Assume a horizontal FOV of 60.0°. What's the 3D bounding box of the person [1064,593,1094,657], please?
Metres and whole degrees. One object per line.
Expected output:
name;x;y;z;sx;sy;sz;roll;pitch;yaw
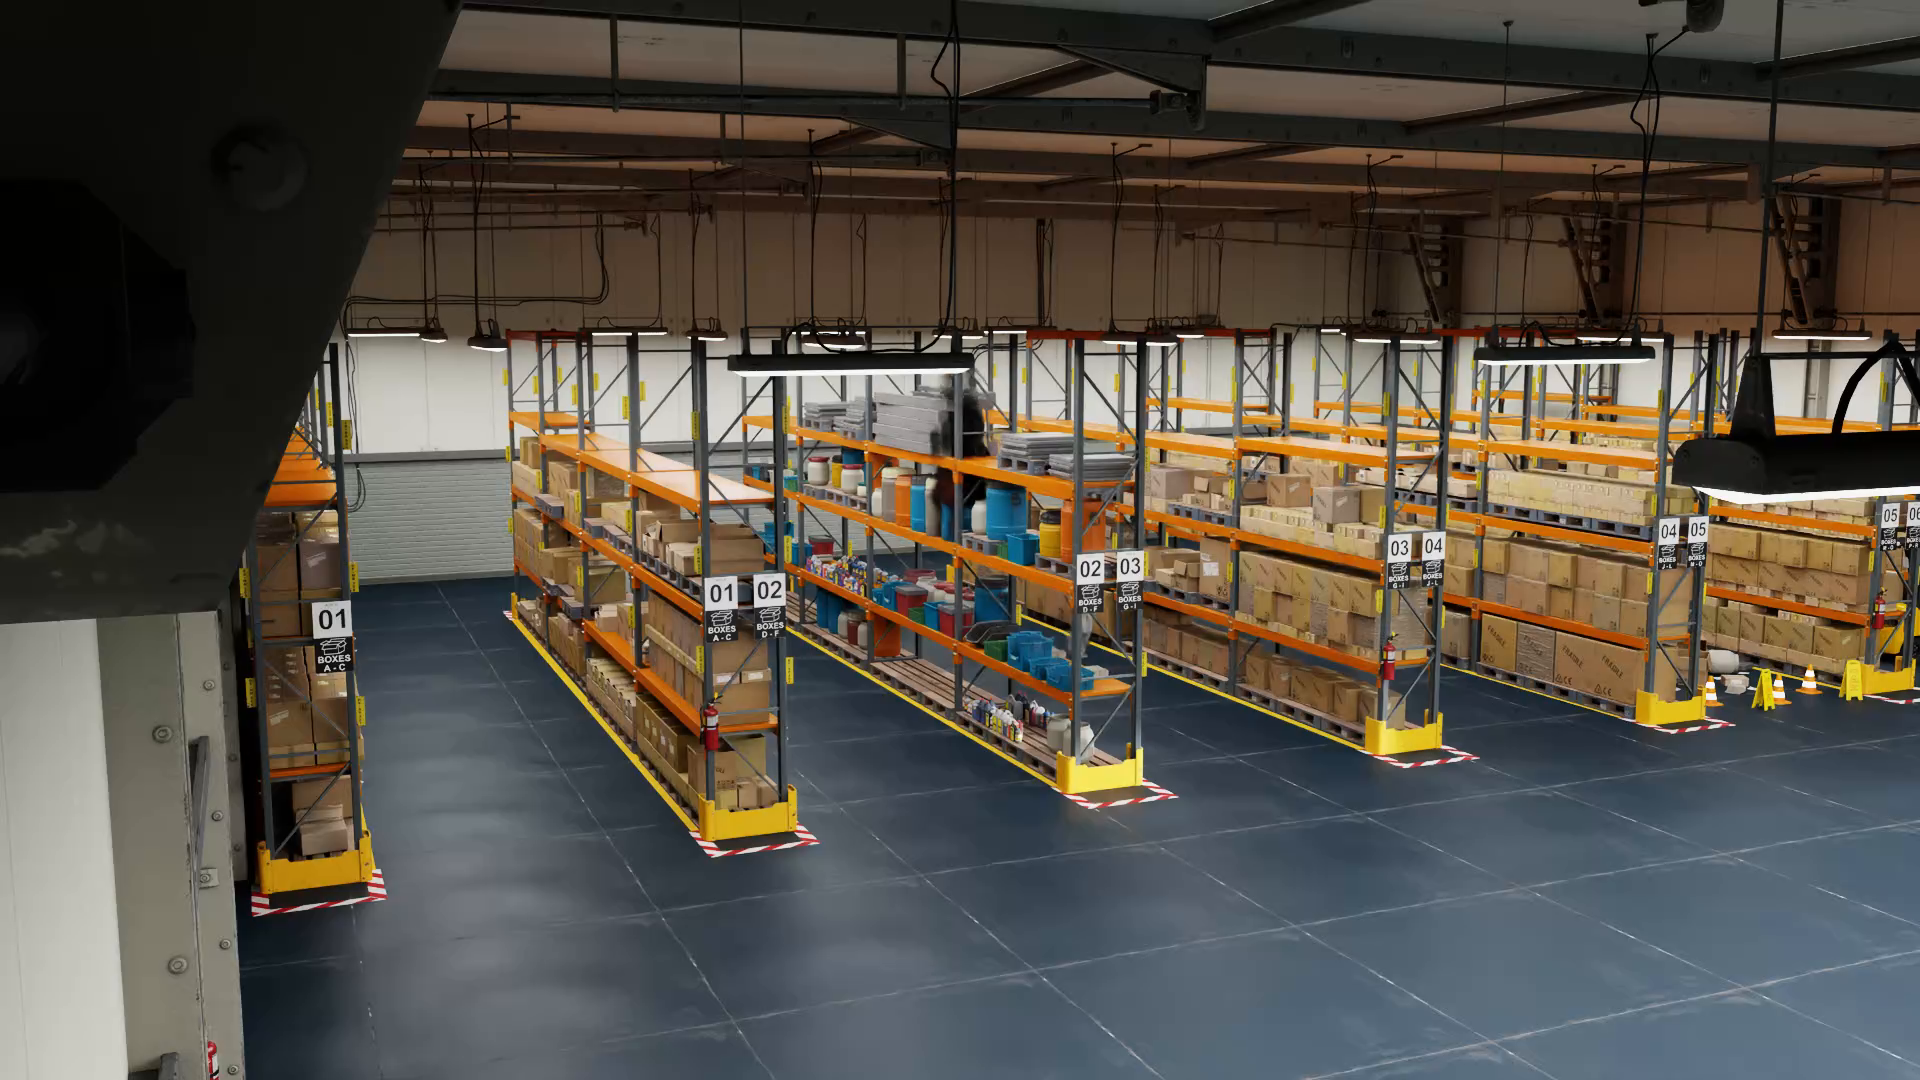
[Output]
person;2.250;1.254;30.026;0.686;1.731;0.615;-3;8;-23

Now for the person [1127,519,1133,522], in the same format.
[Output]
person;3.871;0.323;38.145;0.625;1.654;0.723;-4;9;-27

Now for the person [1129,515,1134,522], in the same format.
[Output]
person;4.455;-0.237;42.130;0.634;1.724;0.687;7;10;42

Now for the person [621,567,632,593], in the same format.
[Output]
person;-7.081;0.809;34.781;0.565;1.630;0.572;-4;9;-29
